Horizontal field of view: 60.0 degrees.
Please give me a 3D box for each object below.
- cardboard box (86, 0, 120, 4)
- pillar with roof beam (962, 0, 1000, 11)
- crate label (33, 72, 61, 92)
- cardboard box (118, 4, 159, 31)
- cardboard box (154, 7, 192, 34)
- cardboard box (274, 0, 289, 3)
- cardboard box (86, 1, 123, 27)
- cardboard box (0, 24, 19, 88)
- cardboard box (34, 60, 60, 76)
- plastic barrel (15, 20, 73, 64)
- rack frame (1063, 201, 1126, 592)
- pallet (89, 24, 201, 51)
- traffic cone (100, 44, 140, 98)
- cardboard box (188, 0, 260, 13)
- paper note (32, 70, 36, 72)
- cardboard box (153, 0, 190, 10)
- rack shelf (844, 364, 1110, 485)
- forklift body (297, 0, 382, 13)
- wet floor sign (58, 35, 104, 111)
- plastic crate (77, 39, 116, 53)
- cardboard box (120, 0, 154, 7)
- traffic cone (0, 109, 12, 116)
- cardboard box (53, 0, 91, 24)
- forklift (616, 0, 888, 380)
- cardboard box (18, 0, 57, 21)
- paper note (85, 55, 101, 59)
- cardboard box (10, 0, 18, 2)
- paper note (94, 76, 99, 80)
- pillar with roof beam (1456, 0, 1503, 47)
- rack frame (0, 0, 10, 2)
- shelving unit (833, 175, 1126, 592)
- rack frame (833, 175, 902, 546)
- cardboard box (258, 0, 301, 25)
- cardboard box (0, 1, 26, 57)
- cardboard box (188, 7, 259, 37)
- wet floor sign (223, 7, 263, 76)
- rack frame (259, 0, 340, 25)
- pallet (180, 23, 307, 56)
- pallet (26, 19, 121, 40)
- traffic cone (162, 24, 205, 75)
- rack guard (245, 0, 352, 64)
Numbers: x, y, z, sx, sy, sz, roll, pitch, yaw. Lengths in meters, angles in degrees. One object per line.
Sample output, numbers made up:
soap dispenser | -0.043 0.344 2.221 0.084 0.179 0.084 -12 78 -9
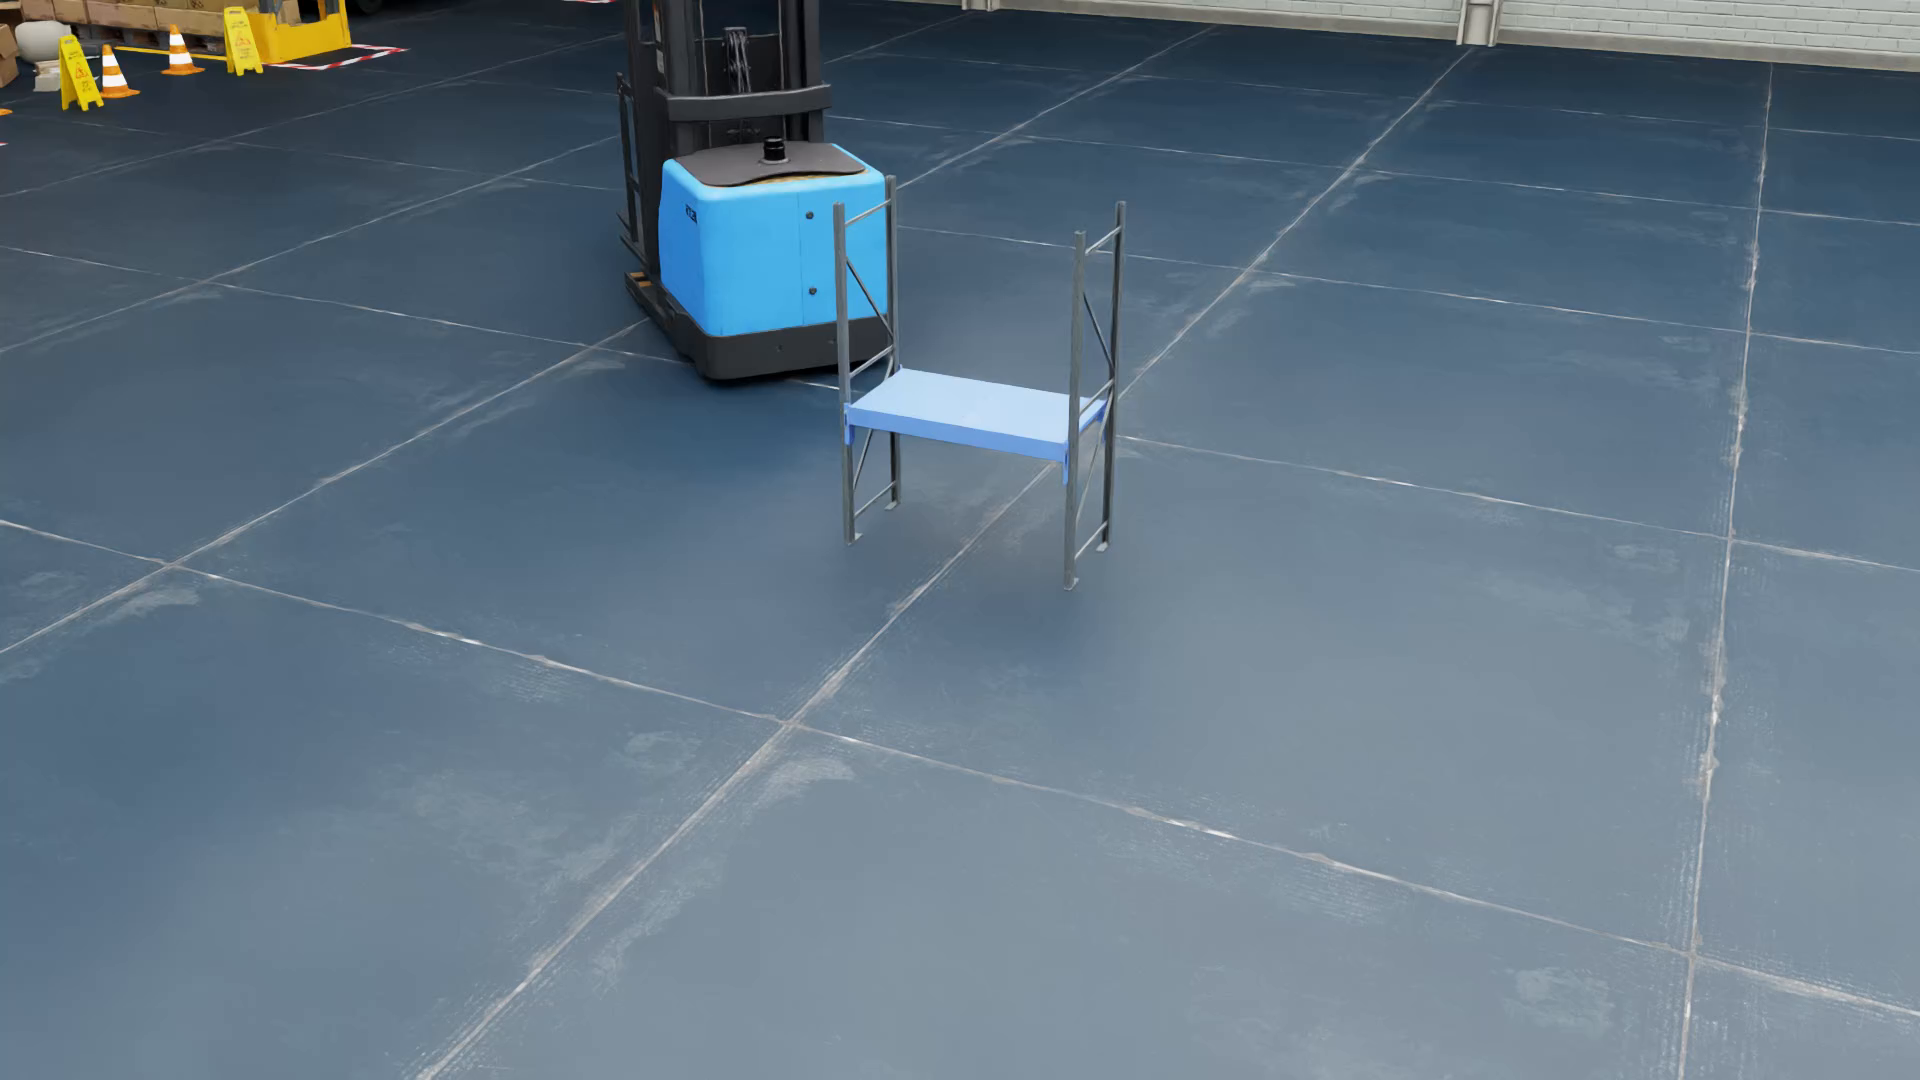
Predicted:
cardboard box | -9.241 -6.176 18.186 0.500 0.500 0.500 13 29 24
pillar with roof beam | -1.518 -8.908 15.155 0.400 9.000 9.100 11 28 22
crate label | -8.805 -4.444 16.122 0.298 0.136 0.250 -2 26 -5
cardboard box | -8.782 -5.744 18.158 0.500 0.250 0.500 10 28 20
cardboard box | -8.304 -5.651 17.969 0.500 0.250 0.500 11 28 22
cardboard box | -7.630 -6.112 18.057 0.500 0.500 0.500 10 28 20
cardboard box | -9.229 -5.839 18.351 0.500 0.250 0.500 11 28 21
cardboard box | -9.635 -4.741 16.311 0.637 0.503 0.797 -7 27 -14
cardboard box | -9.017 -4.707 16.641 0.380 0.149 0.250 -18 31 -31
plastic barrel | -9.495 -5.171 17.274 0.512 0.421 0.421 -12 29 -23
rack frame | 0.540 -0.564 6.698 0.032 1.500 0.500 11 28 22
pallet | -8.889 -5.708 18.604 1.213 0.211 1.003 11 28 22
traffic cone | -8.063 -4.472 15.808 0.334 0.463 0.336 11 28 22
cardboard box | -7.825 -5.891 17.608 0.500 0.500 0.500 12 28 22
paper note | -9.384 -4.809 16.996 0.142 0.019 0.148 23 35 39
cardboard box | -8.302 -5.985 17.799 0.500 0.500 0.500 12 29 24
rack shelf | 0.078 -0.496 6.967 1.000 0.185 0.538 11 28 22
forklift body | -7.418 -7.787 20.632 1.214 2.155 2.313 11 28 22
wet floor sign | -8.099 -4.284 15.221 0.232 0.644 0.267 6 27 13
plastic crate | -9.540 -5.363 18.052 0.583 0.080 0.402 2 26 4
cardboard box | -8.758 -6.080 17.992 0.500 0.500 0.500 11 28 21
traffic cone | -8.841 -4.079 15.012 0.334 0.463 0.336 11 28 22
cardboard box | -9.713 -5.935 18.546 0.500 0.250 0.500 13 29 25
forklift | -1.422 -2.790 9.599 1.130 2.935 3.031 -11 28 -21
cardboard box | -10.204 -6.028 18.735 0.500 0.250 0.500 10 28 19
paper note | -9.197 -5.119 17.613 0.148 0.019 0.142 2 26 4
cardboard box | -11.108 -6.394 19.341 0.625 0.372 0.950 12 29 22
paper note | -8.673 -4.599 16.556 0.142 0.019 0.148 2 26 4
pillar with roof beam | 3.944 -7.811 12.927 0.400 9.000 9.100 11 28 22
rack frame | -10.629 -7.290 18.660 0.127 3.000 1.000 11 28 22
shelving unit | 0.078 -0.657 6.887 1.048 1.500 0.538 11 28 22
rack frame | -0.385 -0.750 7.076 0.032 1.500 0.500 11 28 22
cardboard box | -7.608 -5.772 18.215 0.500 0.250 0.500 11 28 21
cardboard box | -10.217 -5.426 17.702 0.500 0.500 0.500 -12 29 -23
cardboard box | -7.857 -5.557 17.779 0.500 0.250 0.500 11 28 22
wet floor sign | -7.258 -5.037 16.750 0.232 0.644 0.267 23 35 39
rack frame | -6.988 -6.558 17.175 0.127 3.000 1.000 11 28 22
pallet | -7.782 -5.484 18.149 1.213 0.211 1.003 11 28 22
pallet | -10.003 -5.930 19.055 1.213 0.211 1.003 11 28 22
traffic cone | -7.913 -4.980 16.841 0.334 0.463 0.336 11 28 22
rack guard | -7.057 -5.451 17.755 0.348 0.500 1.175 11 28 22
